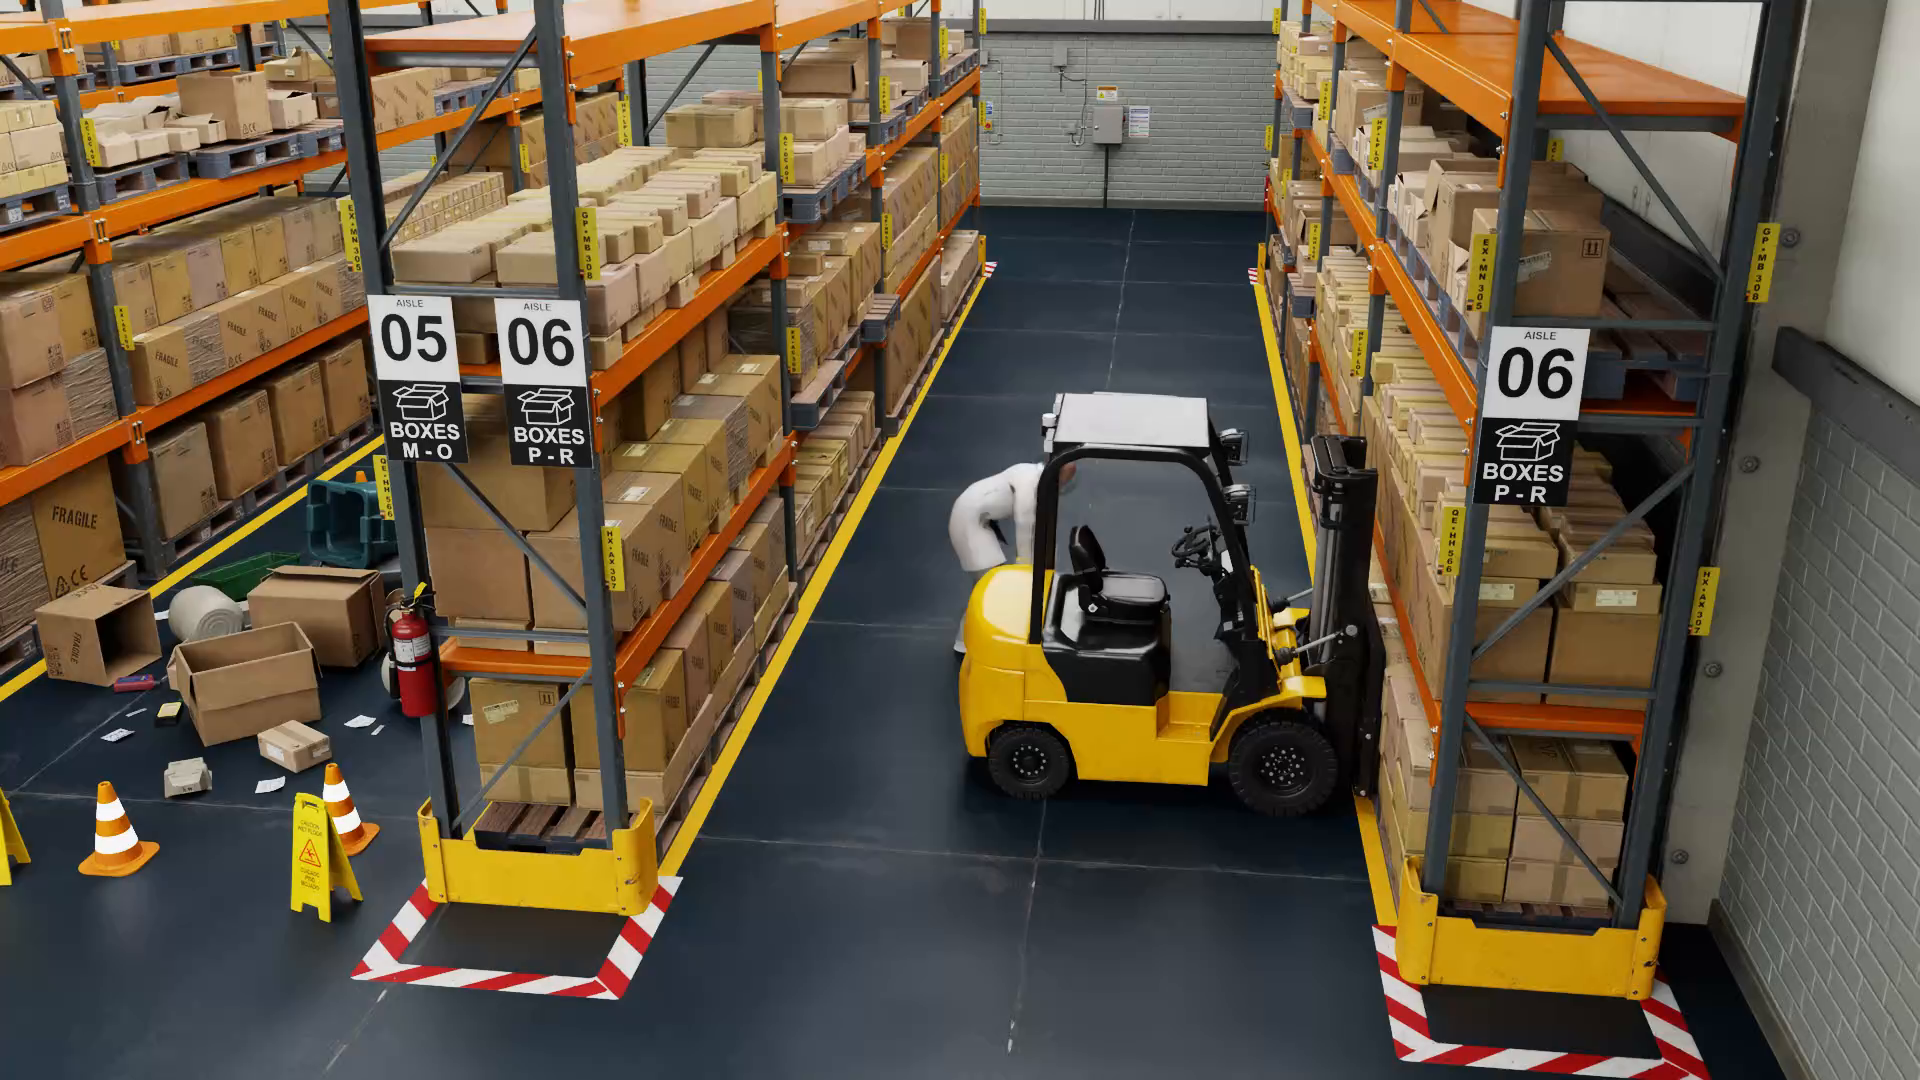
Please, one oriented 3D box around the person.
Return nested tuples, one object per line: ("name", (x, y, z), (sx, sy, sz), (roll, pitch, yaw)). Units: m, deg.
("person", (0.353, 0.074, 11.397), (0.860, 1.435, 0.552), (2, 21, 5))
